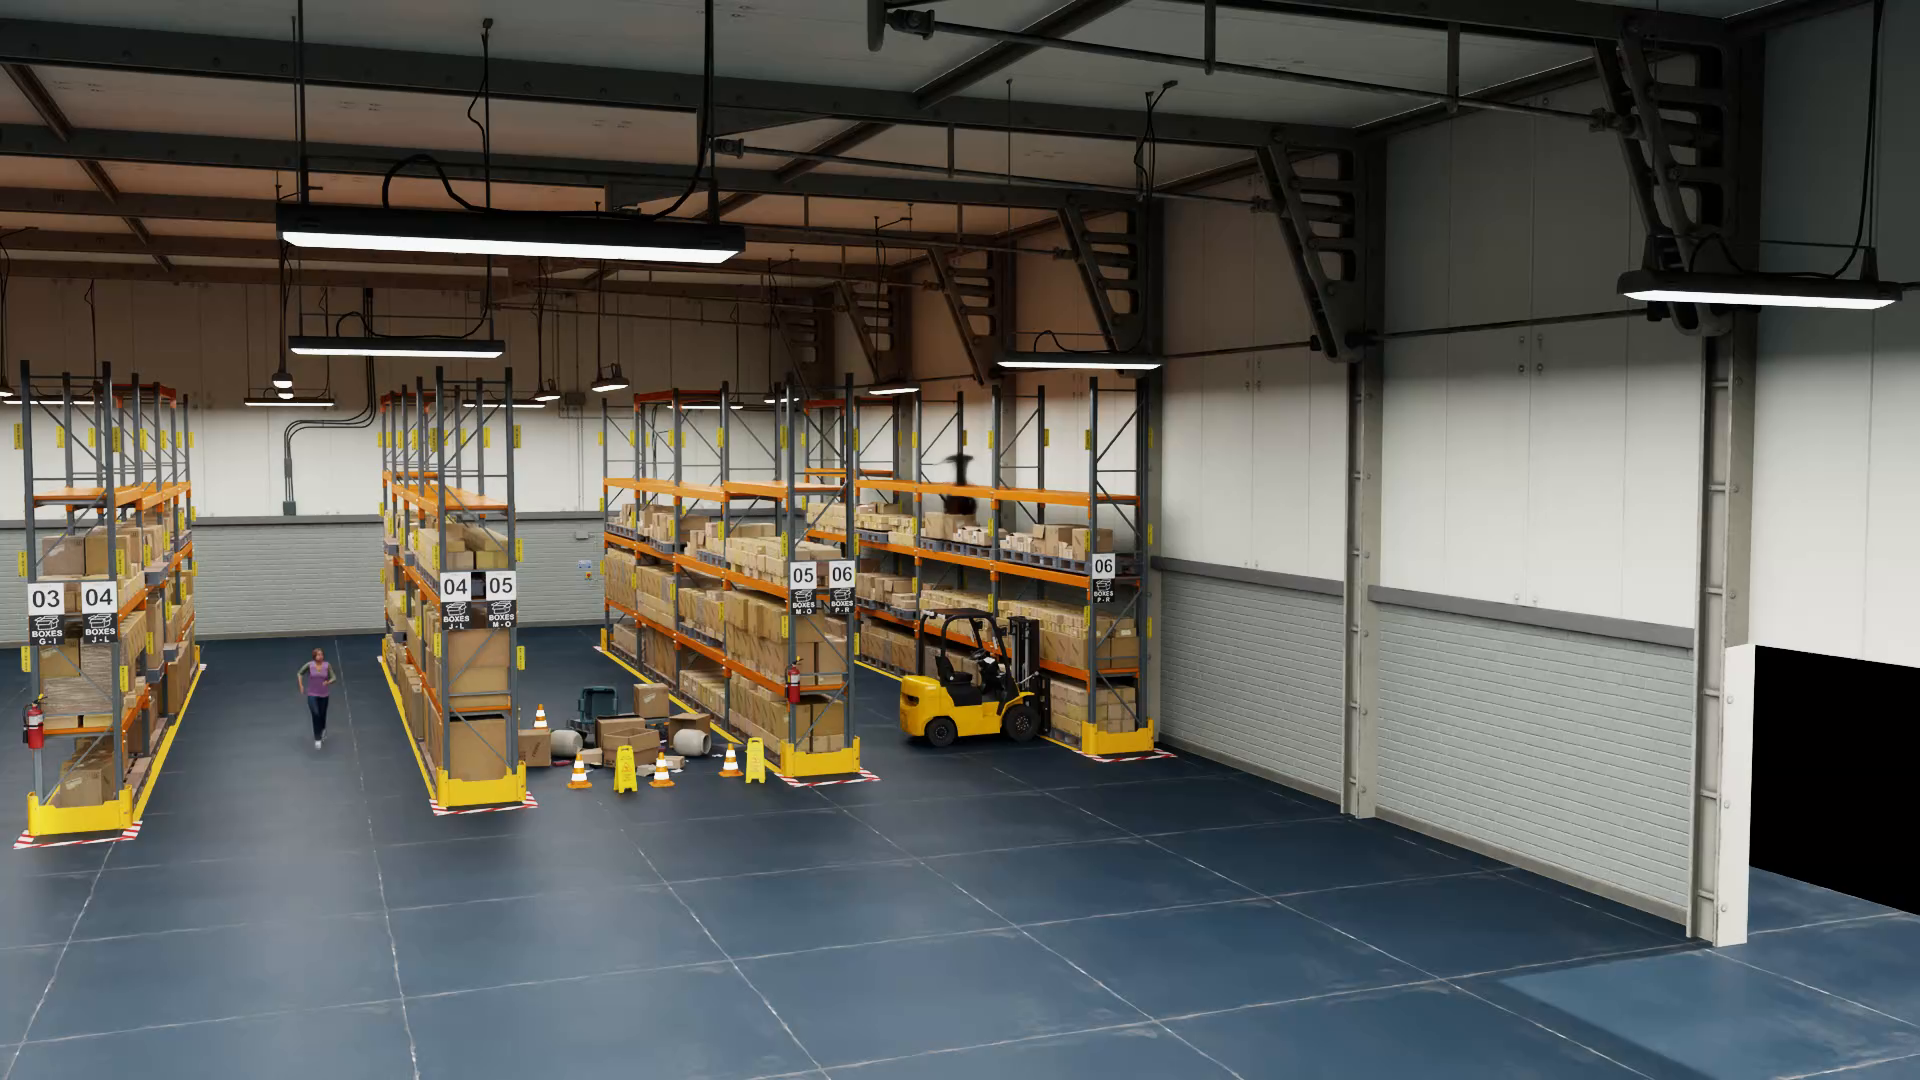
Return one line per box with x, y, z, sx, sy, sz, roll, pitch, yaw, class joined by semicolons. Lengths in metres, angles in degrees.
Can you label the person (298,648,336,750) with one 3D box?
-10.509;2.564;27.193;0.571;1.621;0.869;-2;4;-28;person
